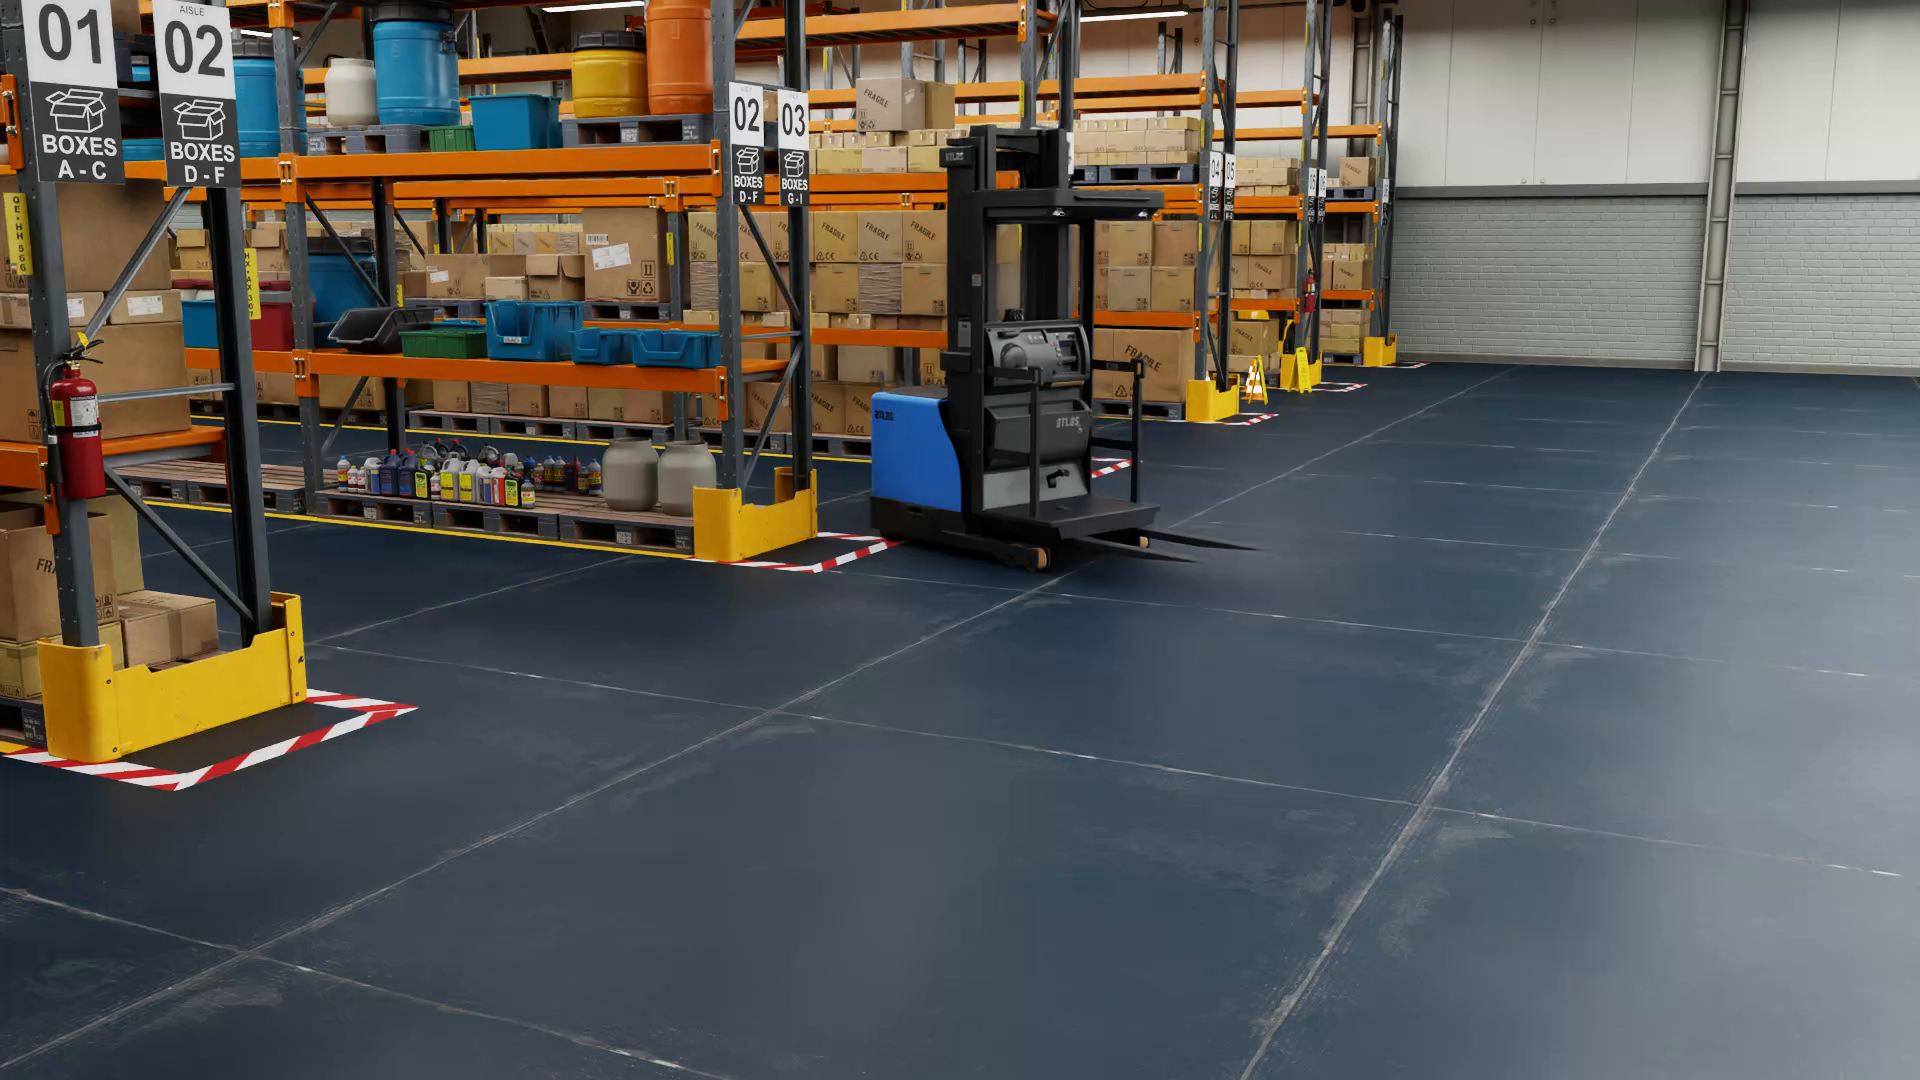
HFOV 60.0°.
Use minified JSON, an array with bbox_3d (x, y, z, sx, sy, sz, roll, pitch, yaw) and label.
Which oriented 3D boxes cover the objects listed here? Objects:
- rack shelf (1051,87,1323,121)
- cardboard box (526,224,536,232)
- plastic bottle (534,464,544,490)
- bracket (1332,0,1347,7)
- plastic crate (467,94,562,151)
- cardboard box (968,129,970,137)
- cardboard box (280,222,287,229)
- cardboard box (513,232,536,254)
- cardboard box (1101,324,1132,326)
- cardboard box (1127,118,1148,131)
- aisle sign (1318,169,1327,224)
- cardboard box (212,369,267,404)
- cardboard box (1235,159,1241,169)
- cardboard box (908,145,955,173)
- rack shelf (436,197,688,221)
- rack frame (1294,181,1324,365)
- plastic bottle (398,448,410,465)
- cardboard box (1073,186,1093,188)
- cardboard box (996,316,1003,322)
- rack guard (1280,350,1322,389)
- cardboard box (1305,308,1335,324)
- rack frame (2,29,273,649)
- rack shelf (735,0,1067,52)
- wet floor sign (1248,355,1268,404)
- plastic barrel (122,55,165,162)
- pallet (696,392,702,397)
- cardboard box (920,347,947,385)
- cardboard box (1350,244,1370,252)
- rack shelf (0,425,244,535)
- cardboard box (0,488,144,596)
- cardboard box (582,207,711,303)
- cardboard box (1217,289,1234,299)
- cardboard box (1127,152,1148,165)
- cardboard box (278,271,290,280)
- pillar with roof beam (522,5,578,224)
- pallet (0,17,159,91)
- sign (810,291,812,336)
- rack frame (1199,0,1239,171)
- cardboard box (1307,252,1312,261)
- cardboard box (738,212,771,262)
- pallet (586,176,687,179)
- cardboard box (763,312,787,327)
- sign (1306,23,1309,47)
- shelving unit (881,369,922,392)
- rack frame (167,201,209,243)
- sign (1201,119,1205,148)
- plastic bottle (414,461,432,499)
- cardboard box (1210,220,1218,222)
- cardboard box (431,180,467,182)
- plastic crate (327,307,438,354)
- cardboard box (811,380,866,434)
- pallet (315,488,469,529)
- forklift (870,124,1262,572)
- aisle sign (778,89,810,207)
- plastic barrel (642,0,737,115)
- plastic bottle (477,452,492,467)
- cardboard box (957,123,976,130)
[{"bbox_3d":[3.421,-6.556,25.217,4.000,0.370,1.077,5,11,26],"label":"rack shelf"},{"bbox_3d":[-7.781,-5.747,30.650,0.250,0.149,0.380,5,11,26],"label":"cardboard box"},{"bbox_3d":[-3.336,-0.503,13.211,0.097,0.201,0.097,0,10,0],"label":"plastic bottle"},{"bbox_3d":[6.653,-9.493,29.309,0.430,0.232,0.235,5,11,26],"label":"bracket"},{"bbox_3d":[-3.205,-2.999,11.999,0.575,0.384,0.392,5,11,26],"label":"plastic crate"},{"bbox_3d":[0.261,-3.829,15.844,0.250,0.149,0.380,5,11,24],"label":"cardboard box"},{"bbox_3d":[-10.493,-4.836,26.602,0.500,0.500,0.500,5,12,27],"label":"cardboard box"},{"bbox_3d":[-7.898,-5.442,30.788,0.500,0.500,0.500,5,11,25],"label":"cardboard box"},{"bbox_3d":[2.522,-3.210,25.981,0.500,0.500,0.500,6,12,28],"label":"cardboard box"},{"bbox_3d":[2.210,-5.017,20.111,0.250,0.149,0.380,5,12,27],"label":"cardboard box"},{"bbox_3d":[5.407,-5.126,24.831,0.004,0.787,0.394,5,11,26],"label":"aisle sign"},{"bbox_3d":[-8.547,-2.209,20.798,0.875,0.875,1.225,5,11,24],"label":"cardboard box"},{"bbox_3d":[4.125,-5.598,24.784,0.250,0.149,0.380,5,11,26],"label":"cardboard box"},{"bbox_3d":[-0.164,-3.658,16.018,0.500,0.250,0.500,5,11,26],"label":"cardboard box"},{"bbox_3d":[-5.853,-4.914,24.555,4.000,0.370,1.077,5,11,26],"label":"rack shelf"},{"bbox_3d":[5.215,-3.802,24.816,0.127,3.000,1.000,5,11,26],"label":"rack frame"},{"bbox_3d":[-4.345,-0.550,13.048,0.185,0.351,0.144,5,11,26],"label":"plastic bottle"},{"bbox_3d":[1.901,-5.588,25.844,0.500,0.250,0.500,5,11,25],"label":"cardboard box"},{"bbox_3d":[0.483,-2.085,16.035,0.250,0.149,0.380,5,11,26],"label":"cardboard box"},{"bbox_3d":[5.146,-2.578,25.072,0.348,0.500,1.175,5,11,26],"label":"rack guard"},{"bbox_3d":[6.396,-3.967,29.459,0.500,0.250,0.500,5,12,27],"label":"cardboard box"},{"bbox_3d":[-3.557,-0.638,7.331,0.127,3.000,1.000,5,11,26],"label":"rack frame"},{"bbox_3d":[-0.964,-4.974,16.472,4.000,0.370,1.077,5,11,26],"label":"rack shelf"},{"bbox_3d":[4.017,-2.159,22.348,0.232,0.644,0.267,3,11,16],"label":"wet floor sign"},{"bbox_3d":[-6.674,-3.575,13.730,0.708,0.901,0.600,5,11,26],"label":"plastic barrel"},{"bbox_3d":[-3.386,-2.188,23.726,1.213,0.211,1.003,5,11,26],"label":"pallet"},{"bbox_3d":[0.061,-2.419,21.962,0.875,0.875,0.875,5,11,27],"label":"cardboard box"},{"bbox_3d":[6.993,-5.105,29.075,0.250,0.149,0.380,5,11,26],"label":"cardboard box"},{"bbox_3d":[-5.350,-0.441,8.266,4.000,0.370,1.077,5,11,26],"label":"rack shelf"},{"bbox_3d":[-4.389,0.023,8.117,0.500,0.500,0.500,5,11,26],"label":"cardboard box"},{"bbox_3d":[-3.408,-3.122,18.191,1.000,1.000,1.000,5,11,26],"label":"cardboard box"},{"bbox_3d":[4.044,-3.715,25.041,0.250,0.149,0.380,5,12,27],"label":"cardboard box"},{"bbox_3d":[2.211,-4.624,20.180,0.250,0.149,0.380,5,11,27],"label":"cardboard box"},{"bbox_3d":[-7.808,-2.979,19.987,0.500,0.500,0.500,5,11,24],"label":"cardboard box"},{"bbox_3d":[-10.865,-8.477,33.800,0.548,9.000,9.100,5,11,26],"label":"pillar with roof beam"},{"bbox_3d":[-4.180,-2.130,7.402,1.213,0.211,1.003,5,11,26],"label":"pallet"},{"bbox_3d":[-1.115,-1.652,12.159,0.005,0.325,0.100,5,11,26],"label":"sign"},{"bbox_3d":[3.115,-5.956,19.870,0.127,3.000,1.000,5,11,26],"label":"rack frame"},{"bbox_3d":[6.307,-5.013,29.405,0.250,0.149,0.380,5,11,25],"label":"cardboard box"},{"bbox_3d":[-2.017,-3.107,17.052,0.500,0.500,0.500,5,11,26],"label":"cardboard box"},{"bbox_3d":[-3.264,-3.984,17.925,1.003,0.211,1.213,5,11,26],"label":"pallet"},{"bbox_3d":[-1.808,-2.265,17.026,0.250,0.149,0.380,5,11,26],"label":"cardboard box"},{"bbox_3d":[4.951,-7.205,23.704,0.005,0.325,0.100,5,11,26],"label":"sign"},{"bbox_3d":[-0.443,-0.685,12.647,0.258,1.200,0.189,-9,14,-41],"label":"shelving unit"},{"bbox_3d":[-9.932,-3.165,21.296,0.127,3.000,1.000,5,11,26],"label":"rack frame"},{"bbox_3d":[2.862,-4.791,19.592,0.005,0.325,0.100,5,11,26],"label":"sign"},{"bbox_3d":[-4.110,-0.459,12.736,0.133,0.283,0.061,6,12,28],"label":"plastic bottle"},{"bbox_3d":[3.706,-4.560,25.080,0.500,0.500,0.700,5,11,25],"label":"cardboard box"},{"bbox_3d":[-5.576,-4.134,18.647,0.500,0.250,0.500,5,12,27],"label":"cardboard box"},{"bbox_3d":[-4.536,-1.652,13.107,0.504,0.338,0.767,5,11,26],"label":"plastic crate"},{"bbox_3d":[-1.308,-1.393,17.345,0.500,0.500,0.500,4,11,21],"label":"cardboard box"},{"bbox_3d":[-4.365,-0.312,13.361,1.213,0.211,1.003,5,11,26],"label":"pallet"},{"bbox_3d":[0.686,-1.332,11.358,1.130,2.935,3.031,-9,14,-41],"label":"forklift"},{"bbox_3d":[-1.168,-2.749,11.696,0.004,0.787,0.394,5,11,26],"label":"aisle sign"},{"bbox_3d":[-1.854,-3.340,11.457,0.708,0.830,0.600,5,11,26],"label":"plastic barrel"},{"bbox_3d":[-3.804,-0.560,13.293,0.133,0.283,0.061,5,11,26],"label":"plastic bottle"},{"bbox_3d":[0.160,-5.197,21.105,0.250,0.149,0.380,5,11,25],"label":"cardboard box"}]
